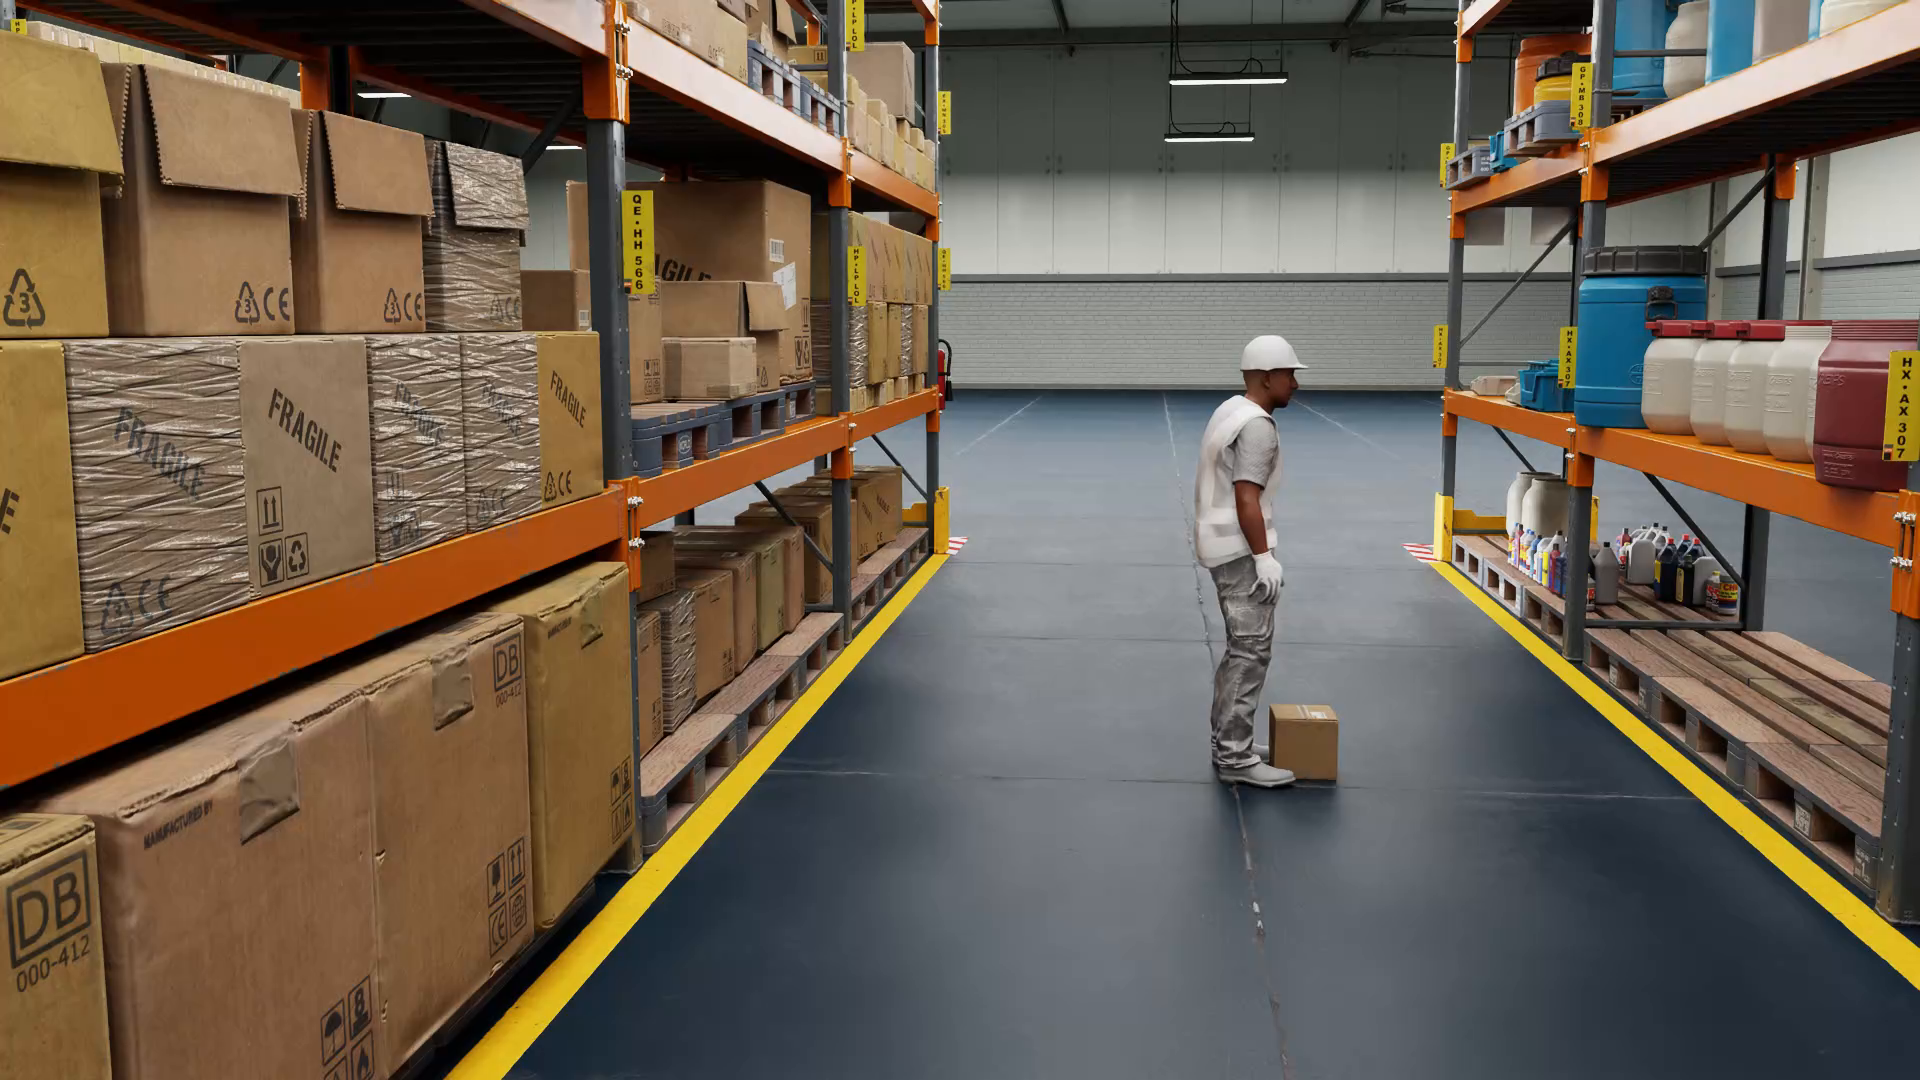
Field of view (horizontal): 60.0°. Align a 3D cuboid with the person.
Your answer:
[{"bbox_3d":[1.173,0.067,6.732,0.443,1.776,0.631,0,8,4],"label":"person"}]
